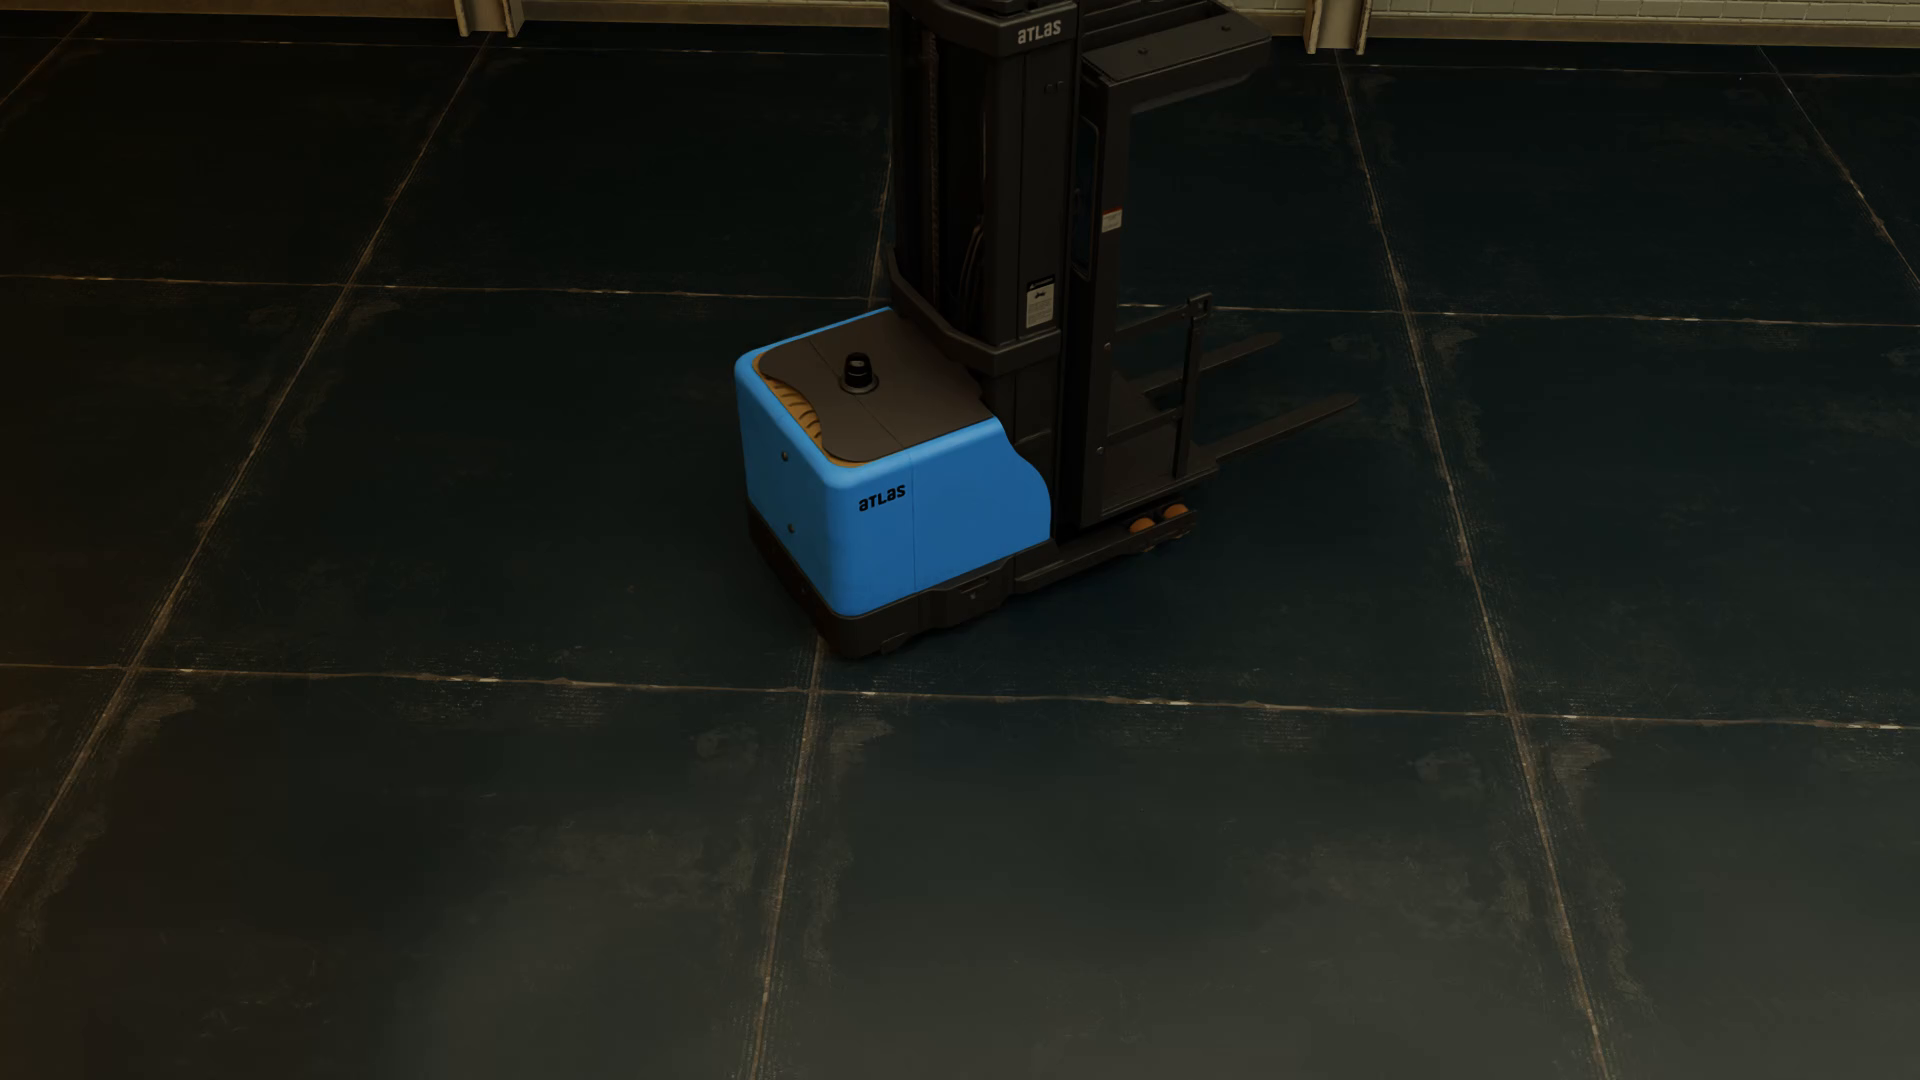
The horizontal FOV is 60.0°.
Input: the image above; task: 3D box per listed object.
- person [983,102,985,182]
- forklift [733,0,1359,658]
[{"bbox_3d":[0.333,-1.647,8.445,0.559,1.721,0.656,11,44,12],"label":"person"},{"bbox_3d":[0.536,-1.309,7.177,3.031,2.935,1.130,-22,47,-22],"label":"forklift"}]
